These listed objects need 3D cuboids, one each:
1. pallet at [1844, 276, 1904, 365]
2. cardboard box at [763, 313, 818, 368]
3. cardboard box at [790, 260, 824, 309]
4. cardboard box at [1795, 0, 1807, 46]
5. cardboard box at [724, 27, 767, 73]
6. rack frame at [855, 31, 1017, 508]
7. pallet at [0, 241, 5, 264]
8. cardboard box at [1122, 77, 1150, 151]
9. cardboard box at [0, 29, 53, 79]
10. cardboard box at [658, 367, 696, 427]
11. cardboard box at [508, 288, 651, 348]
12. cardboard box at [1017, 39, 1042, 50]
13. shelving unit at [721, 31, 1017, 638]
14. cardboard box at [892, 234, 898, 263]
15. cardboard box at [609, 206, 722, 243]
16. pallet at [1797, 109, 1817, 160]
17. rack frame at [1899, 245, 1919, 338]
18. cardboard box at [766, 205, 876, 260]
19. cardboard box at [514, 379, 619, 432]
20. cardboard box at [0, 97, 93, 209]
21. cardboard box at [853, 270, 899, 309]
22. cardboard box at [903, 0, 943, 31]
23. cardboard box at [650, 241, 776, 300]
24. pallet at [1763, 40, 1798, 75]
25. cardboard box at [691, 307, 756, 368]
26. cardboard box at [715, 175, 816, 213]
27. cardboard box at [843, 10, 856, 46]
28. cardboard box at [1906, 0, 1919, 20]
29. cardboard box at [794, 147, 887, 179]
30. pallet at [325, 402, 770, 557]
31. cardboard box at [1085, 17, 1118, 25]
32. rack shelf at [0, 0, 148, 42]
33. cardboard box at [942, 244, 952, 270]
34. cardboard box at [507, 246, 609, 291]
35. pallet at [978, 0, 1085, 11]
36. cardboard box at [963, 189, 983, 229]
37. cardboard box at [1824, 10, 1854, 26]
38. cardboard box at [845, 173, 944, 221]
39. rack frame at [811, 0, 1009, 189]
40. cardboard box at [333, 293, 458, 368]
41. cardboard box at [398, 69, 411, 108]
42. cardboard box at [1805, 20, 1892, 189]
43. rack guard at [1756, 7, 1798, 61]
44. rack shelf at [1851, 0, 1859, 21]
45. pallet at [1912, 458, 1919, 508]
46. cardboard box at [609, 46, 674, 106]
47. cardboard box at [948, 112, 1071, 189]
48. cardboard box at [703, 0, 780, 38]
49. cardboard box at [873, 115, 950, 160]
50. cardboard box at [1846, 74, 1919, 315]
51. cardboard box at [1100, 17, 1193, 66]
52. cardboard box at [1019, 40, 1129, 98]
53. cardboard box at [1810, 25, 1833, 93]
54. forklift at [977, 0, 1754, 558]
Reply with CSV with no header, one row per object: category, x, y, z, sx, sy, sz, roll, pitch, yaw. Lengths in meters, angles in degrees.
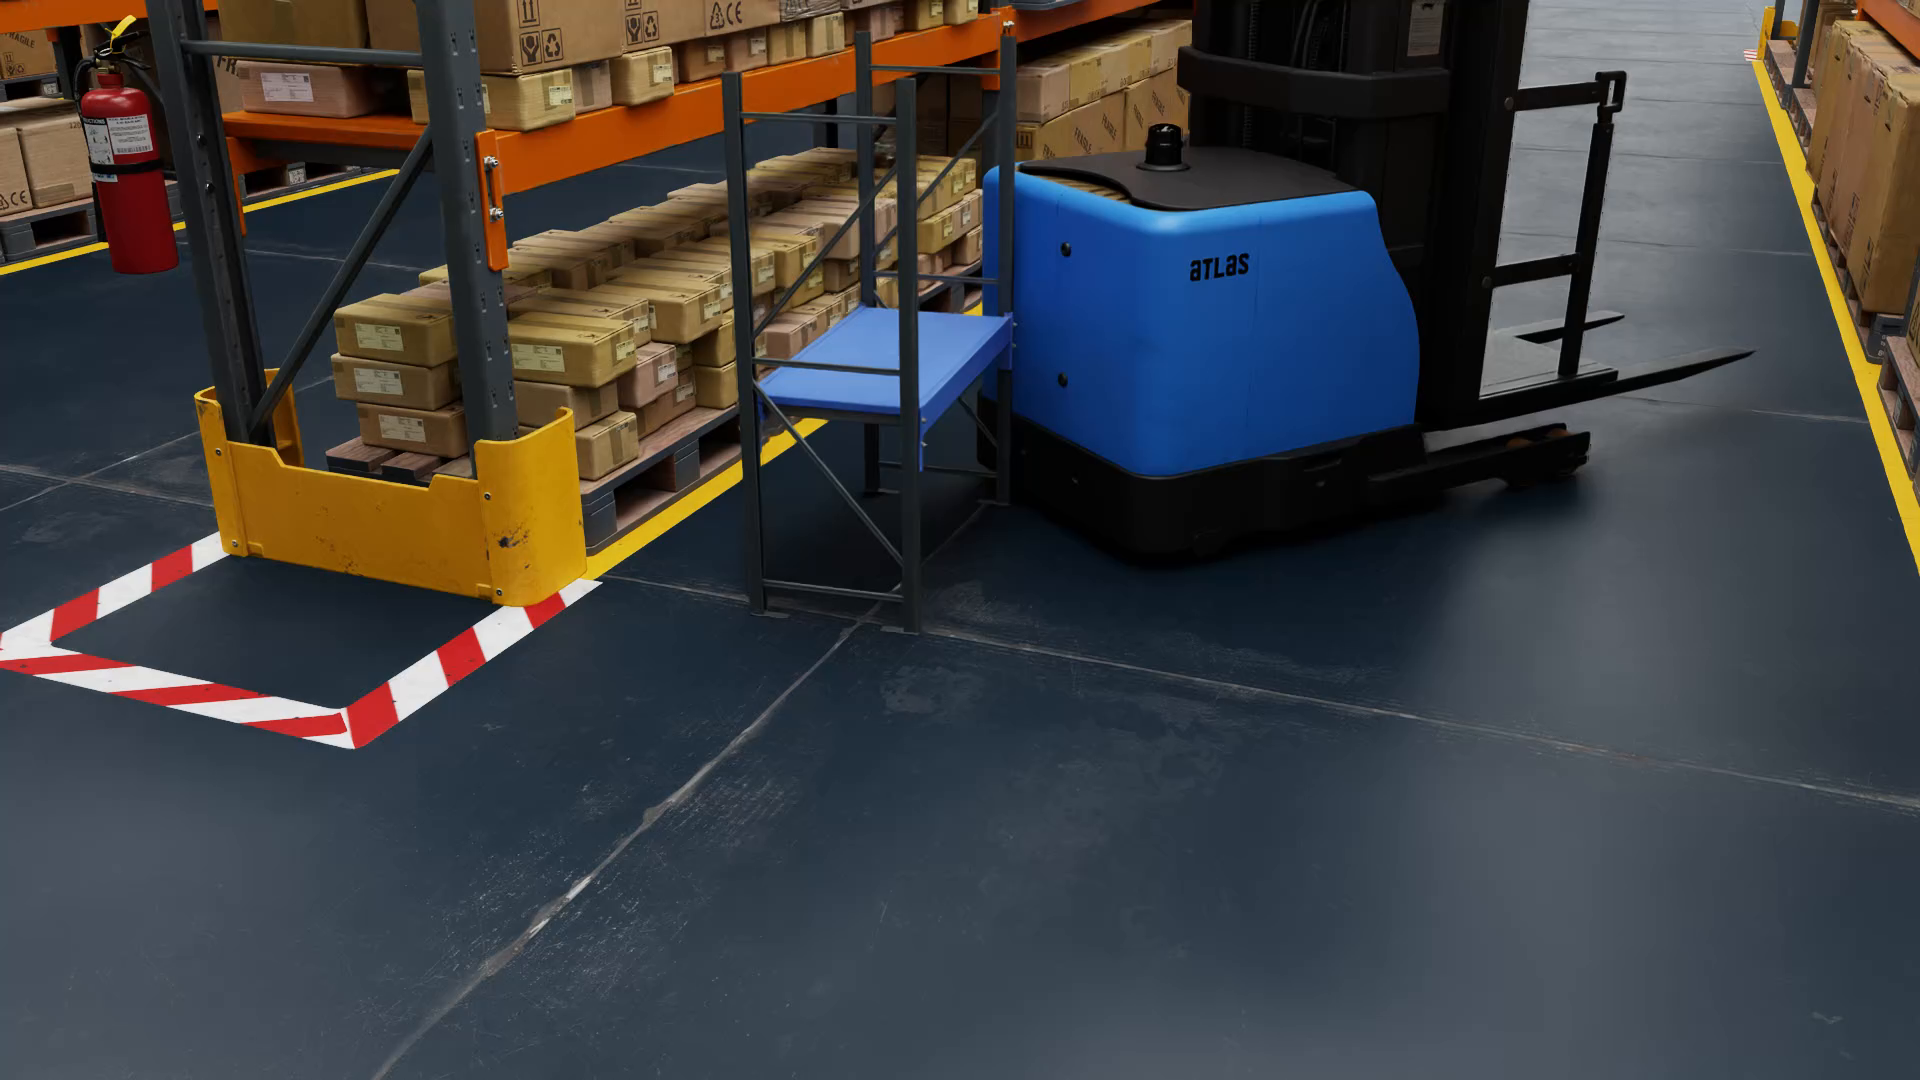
pallet,4.528,-0.986,7.336,1.003,0.211,1.213,9,24,20
cardboard box,-0.767,-0.773,6.363,0.380,0.149,0.250,8,24,17
cardboard box,-0.768,-1.040,6.616,0.380,0.149,0.250,10,25,23
cardboard box,8.521,-5.099,16.264,0.500,0.500,0.500,14,26,30
cardboard box,-0.901,-1.729,5.824,0.380,0.149,0.250,8,24,19
rack frame,-0.075,-0.831,5.294,0.500,1.500,0.032,6,23,15
pallet,-5.697,-1.419,8.372,1.003,0.211,1.213,9,24,20
cardboard box,0.850,-2.554,10.170,0.500,0.500,0.500,8,24,18
cardboard box,-8.167,-4.226,14.173,0.500,0.500,0.500,8,24,19
cardboard box,-1.143,-0.516,5.746,0.380,0.149,0.250,9,24,21
cardboard box,-1.241,-0.708,5.435,0.380,0.149,0.250,9,24,21
cardboard box,0.172,-2.794,9.773,0.500,0.250,0.500,8,24,18
shelving unit,-0.214,-0.642,4.842,0.538,1.500,1.048,6,23,15
cardboard box,-0.435,-1.316,7.278,0.380,0.149,0.250,9,24,21
cardboard box,-1.181,-1.235,6.698,0.380,0.149,0.250,9,24,20
pallet,6.543,-2.845,11.786,1.003,0.211,1.213,9,24,20
rack frame,4.311,-1.985,6.112,1.000,3.000,0.127,9,24,20
cardboard box,-0.563,-1.243,6.715,0.380,0.149,0.250,8,24,18
cardboard box,-1.309,-0.467,5.243,0.380,0.149,0.250,10,25,22
cardboard box,-5.223,-2.206,9.420,0.875,0.438,0.875,8,24,19
cardboard box,-0.470,-1.051,7.027,0.380,0.149,0.250,9,24,20
cardboard box,-0.294,-2.285,7.155,0.380,0.149,0.250,10,25,22
cardboard box,-0.902,-0.978,6.082,0.380,0.149,0.250,10,25,22
pallet,8.406,-4.680,16.181,1.003,0.211,1.213,9,24,20
cardboard box,-0.950,-0.733,5.881,0.380,0.149,0.250,10,25,22
cardboard box,-0.858,-1.507,7.347,0.380,0.149,0.250,8,24,19
cardboard box,-0.630,-2.012,6.500,0.380,0.149,0.250,8,24,19
cardboard box,4.609,-2.602,7.458,0.500,0.500,0.500,8,24,19
cardboard box,-0.577,-1.791,8.028,0.380,0.149,0.250,10,25,22
pallet,-1.379,-0.326,5.758,1.003,0.211,1.213,9,24,20
cardboard box,0.748,-3.337,11.074,0.500,0.250,0.500,8,24,18
rack shelf,-5.633,-2.357,7.933,1.077,0.370,4.000,9,24,20
cardboard box,-0.260,-1.340,7.720,0.380,0.149,0.250,9,24,22
cardboard box,-1.501,-0.955,6.027,0.380,0.149,0.250,8,24,18
pallet,0.163,-2.896,8.540,1.003,0.211,1.213,9,24,20
cardboard box,-0.078,-1.589,7.930,0.380,0.149,0.250,9,24,21
cardboard box,7.674,-4.232,14.188,0.500,0.500,0.500,18,29,37
cardboard box,-0.291,-1.533,7.410,0.380,0.149,0.250,9,24,20
rack frame,-0.256,-2.732,7.898,1.000,3.000,0.127,9,24,20
cardboard box,-1.781,-0.679,5.366,0.380,0.149,0.250,9,24,21
cardboard box,-1.756,-1.425,5.096,0.380,0.149,0.250,9,24,20
cardboard box,5.521,-2.386,9.283,1.225,0.875,0.875,8,24,18
rack guard,8.740,-5.099,16.809,1.175,0.500,0.348,9,24,20
rack shelf,6.540,-3.801,11.390,1.077,0.370,4.000,9,24,20
pallet,3.504,0.000,4.976,1.003,0.211,1.213,9,24,20
cardboard box,-1.112,-1.439,5.129,0.380,0.149,0.250,8,24,19
cardboard box,0.264,-1.999,8.841,0.500,0.500,0.500,10,25,22
cardboard box,-0.950,-1.973,5.567,0.500,0.500,0.500,9,24,21
cardboard box,-0.215,-2.073,9.019,0.500,0.500,0.500,8,24,19
cardboard box,4.530,-1.431,6.995,1.225,0.875,0.875,9,24,20
cardboard box,1.219,-3.267,10.906,0.500,0.250,0.500,8,24,19
cardboard box,0.652,-2.718,9.589,0.500,0.250,0.500,10,25,22
cardboard box,7.035,-3.681,12.844,0.700,0.500,0.500,7,24,16
forklift,1.593,-1.697,5.510,3.031,2.935,1.130,-13,26,-28
